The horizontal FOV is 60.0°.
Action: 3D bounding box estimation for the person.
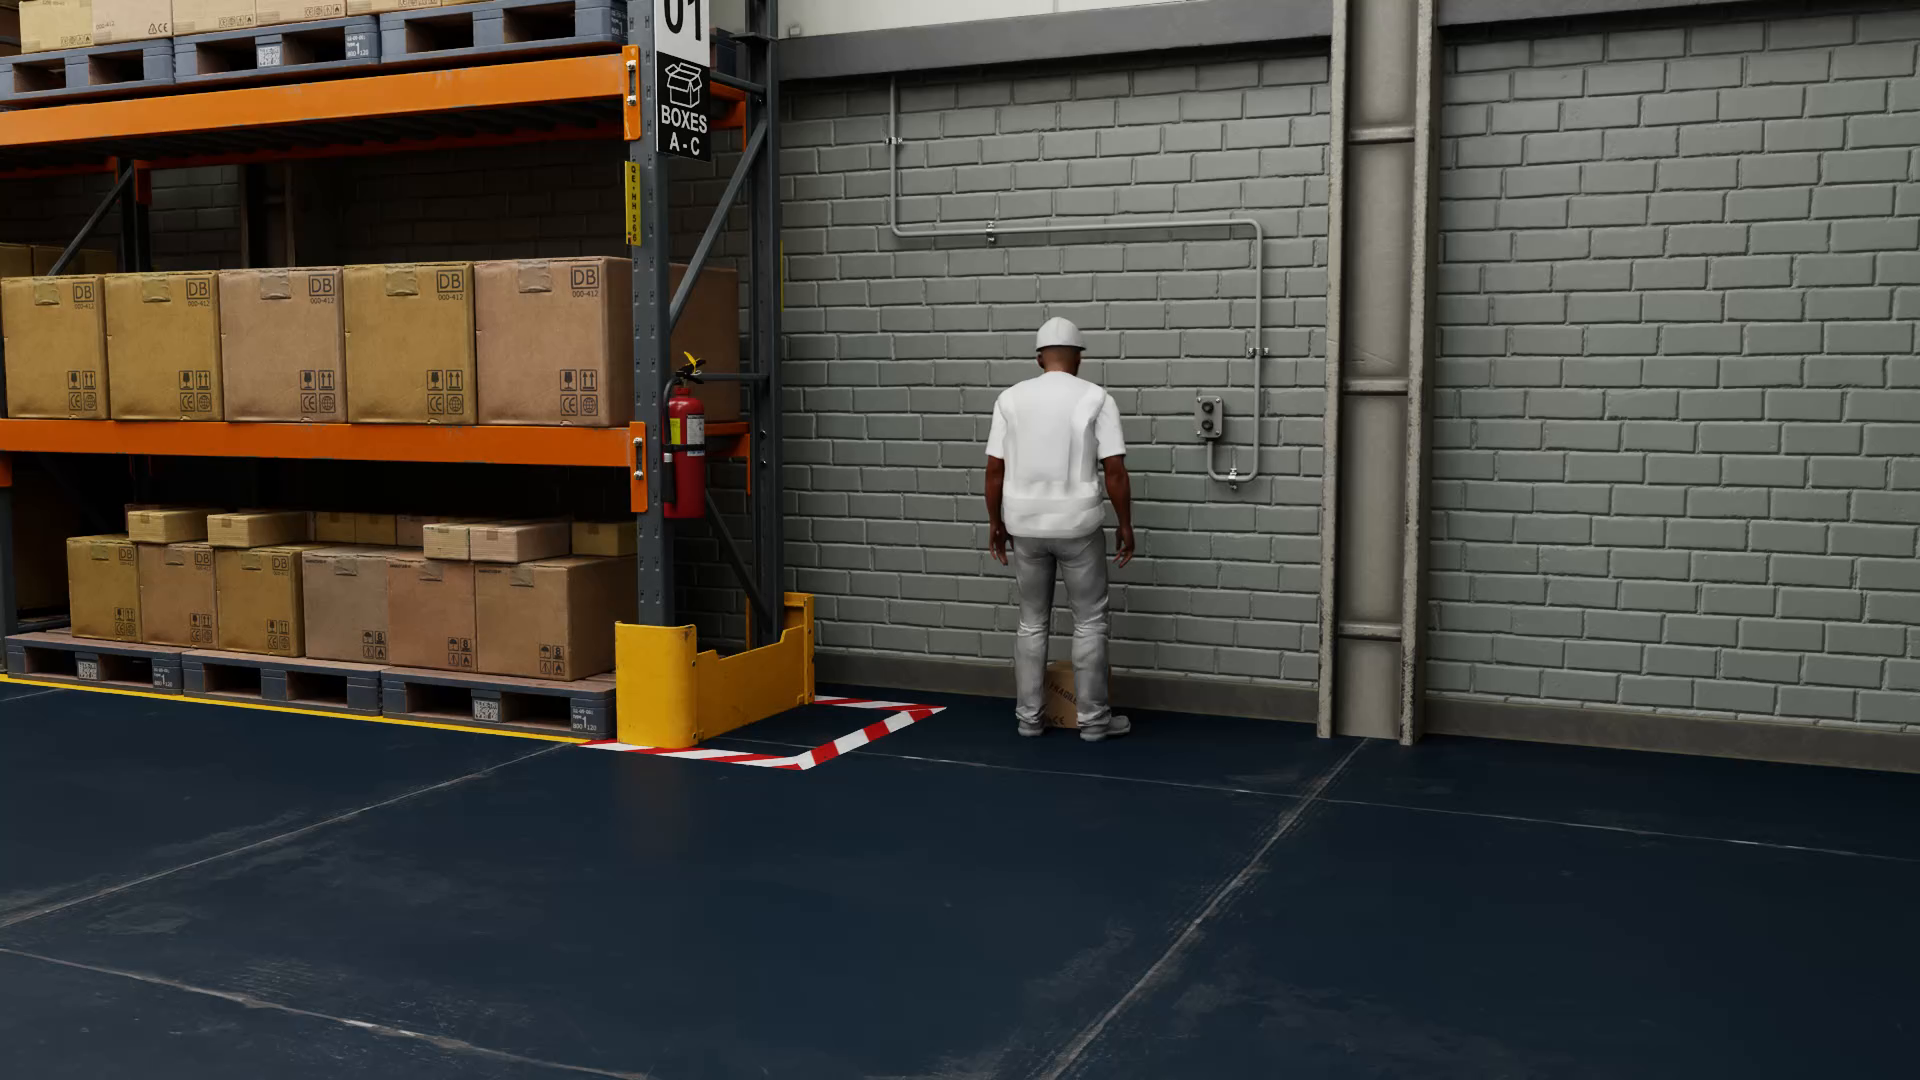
[{"bbox_3d":[0.420,-0.054,7.002,0.638,1.761,0.458,2,6,22],"label":"person"}]
